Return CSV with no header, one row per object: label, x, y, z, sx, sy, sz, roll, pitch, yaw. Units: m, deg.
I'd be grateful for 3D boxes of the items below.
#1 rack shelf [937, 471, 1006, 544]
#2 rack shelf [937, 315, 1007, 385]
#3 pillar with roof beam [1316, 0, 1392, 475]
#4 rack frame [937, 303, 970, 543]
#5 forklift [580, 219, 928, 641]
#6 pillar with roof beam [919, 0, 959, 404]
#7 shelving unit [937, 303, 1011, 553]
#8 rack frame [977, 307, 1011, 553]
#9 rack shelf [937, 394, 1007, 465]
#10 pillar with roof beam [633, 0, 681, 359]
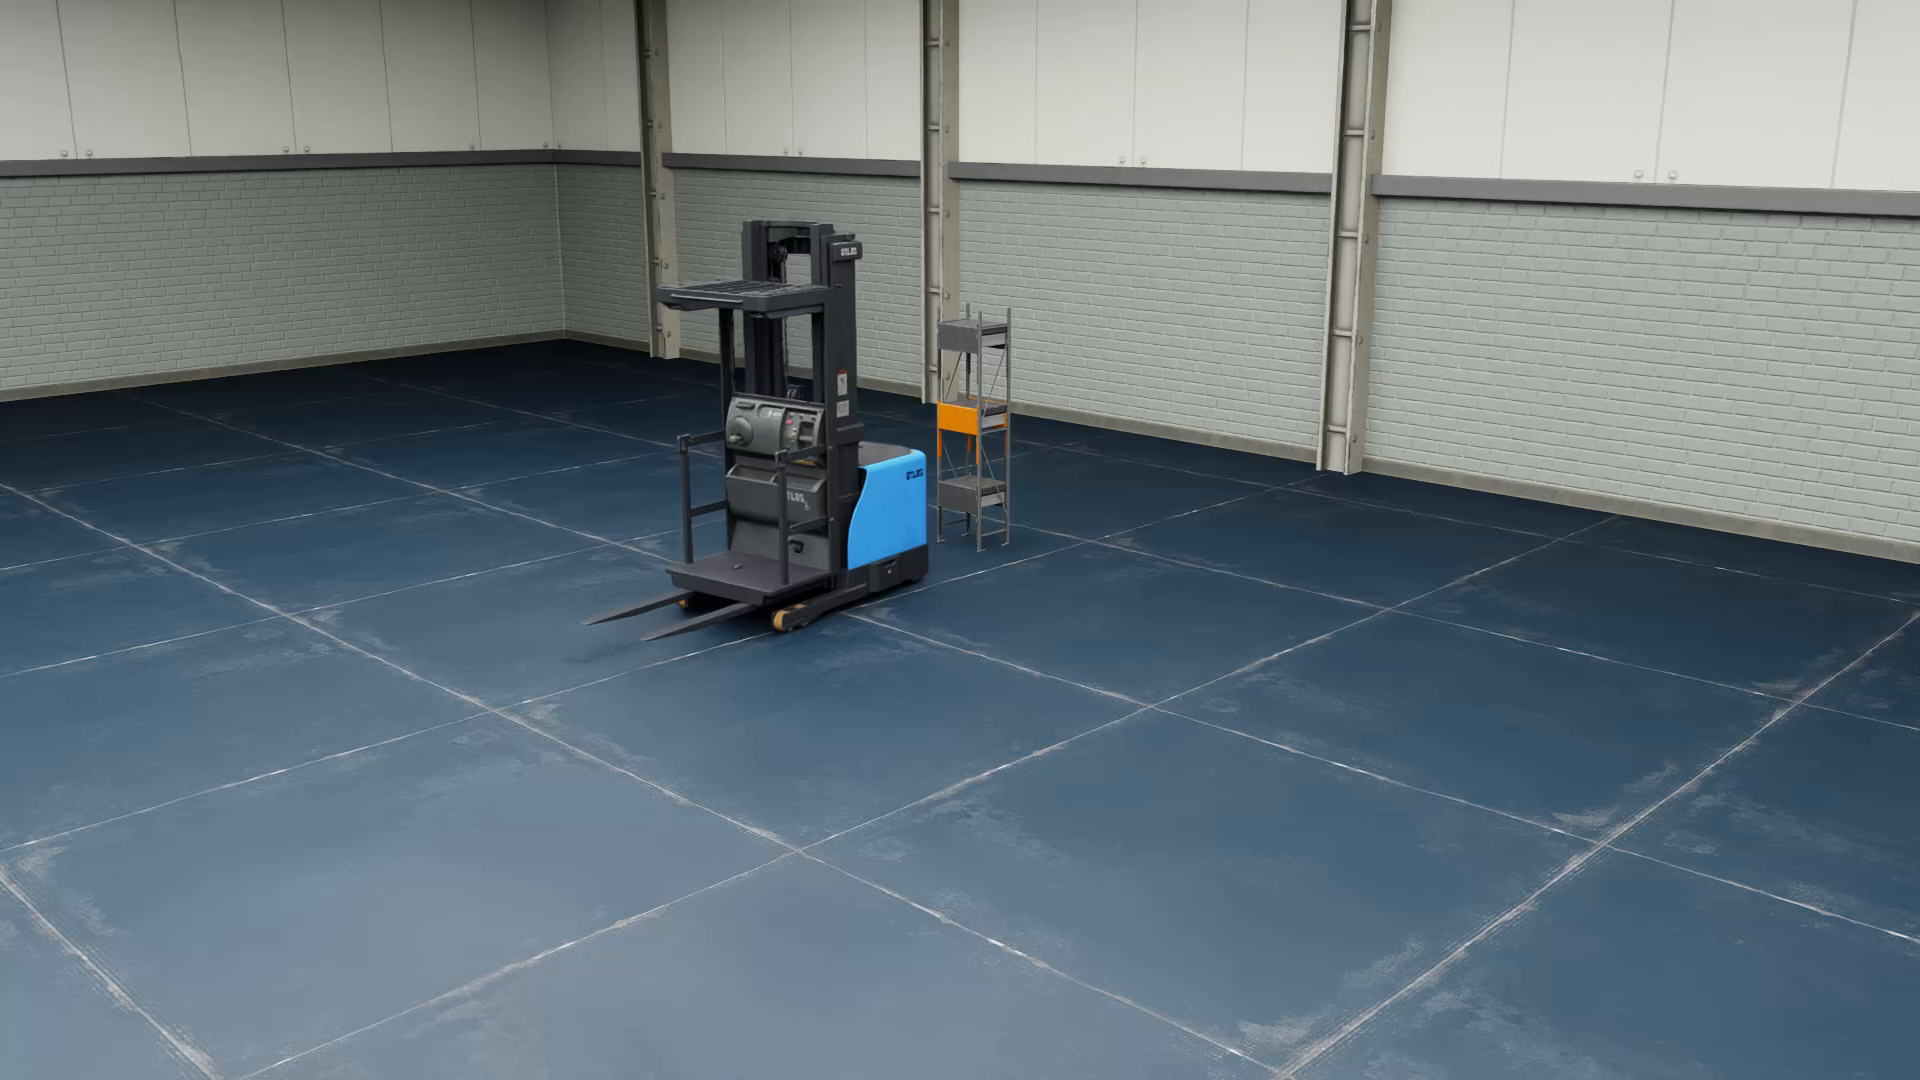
rack shelf,0.119,-0.297,14.736,0.480,0.518,0.431,14,20,42
rack shelf,0.119,-1.651,14.383,0.480,0.518,0.431,14,20,42
pillar with roof beam,1.074,-4.321,13.667,0.400,9.000,9.100,14,20,42
rack frame,-0.057,-1.030,14.720,0.015,2.100,0.400,14,20,42
forklift,-1.534,-0.872,12.465,1.130,2.935,3.031,10,18,35
pillar with roof beam,-3.245,-5.371,17.697,0.400,9.000,9.100,14,20,42
shelving unit,0.119,-0.987,14.556,0.503,2.100,0.431,14,20,42
rack frame,0.295,-0.944,14.392,0.015,2.100,0.400,14,20,42
rack shelf,0.119,-0.974,14.560,0.480,0.518,0.431,14,20,42
pillar with roof beam,-7.565,-6.421,21.727,0.400,9.000,9.100,14,20,42
